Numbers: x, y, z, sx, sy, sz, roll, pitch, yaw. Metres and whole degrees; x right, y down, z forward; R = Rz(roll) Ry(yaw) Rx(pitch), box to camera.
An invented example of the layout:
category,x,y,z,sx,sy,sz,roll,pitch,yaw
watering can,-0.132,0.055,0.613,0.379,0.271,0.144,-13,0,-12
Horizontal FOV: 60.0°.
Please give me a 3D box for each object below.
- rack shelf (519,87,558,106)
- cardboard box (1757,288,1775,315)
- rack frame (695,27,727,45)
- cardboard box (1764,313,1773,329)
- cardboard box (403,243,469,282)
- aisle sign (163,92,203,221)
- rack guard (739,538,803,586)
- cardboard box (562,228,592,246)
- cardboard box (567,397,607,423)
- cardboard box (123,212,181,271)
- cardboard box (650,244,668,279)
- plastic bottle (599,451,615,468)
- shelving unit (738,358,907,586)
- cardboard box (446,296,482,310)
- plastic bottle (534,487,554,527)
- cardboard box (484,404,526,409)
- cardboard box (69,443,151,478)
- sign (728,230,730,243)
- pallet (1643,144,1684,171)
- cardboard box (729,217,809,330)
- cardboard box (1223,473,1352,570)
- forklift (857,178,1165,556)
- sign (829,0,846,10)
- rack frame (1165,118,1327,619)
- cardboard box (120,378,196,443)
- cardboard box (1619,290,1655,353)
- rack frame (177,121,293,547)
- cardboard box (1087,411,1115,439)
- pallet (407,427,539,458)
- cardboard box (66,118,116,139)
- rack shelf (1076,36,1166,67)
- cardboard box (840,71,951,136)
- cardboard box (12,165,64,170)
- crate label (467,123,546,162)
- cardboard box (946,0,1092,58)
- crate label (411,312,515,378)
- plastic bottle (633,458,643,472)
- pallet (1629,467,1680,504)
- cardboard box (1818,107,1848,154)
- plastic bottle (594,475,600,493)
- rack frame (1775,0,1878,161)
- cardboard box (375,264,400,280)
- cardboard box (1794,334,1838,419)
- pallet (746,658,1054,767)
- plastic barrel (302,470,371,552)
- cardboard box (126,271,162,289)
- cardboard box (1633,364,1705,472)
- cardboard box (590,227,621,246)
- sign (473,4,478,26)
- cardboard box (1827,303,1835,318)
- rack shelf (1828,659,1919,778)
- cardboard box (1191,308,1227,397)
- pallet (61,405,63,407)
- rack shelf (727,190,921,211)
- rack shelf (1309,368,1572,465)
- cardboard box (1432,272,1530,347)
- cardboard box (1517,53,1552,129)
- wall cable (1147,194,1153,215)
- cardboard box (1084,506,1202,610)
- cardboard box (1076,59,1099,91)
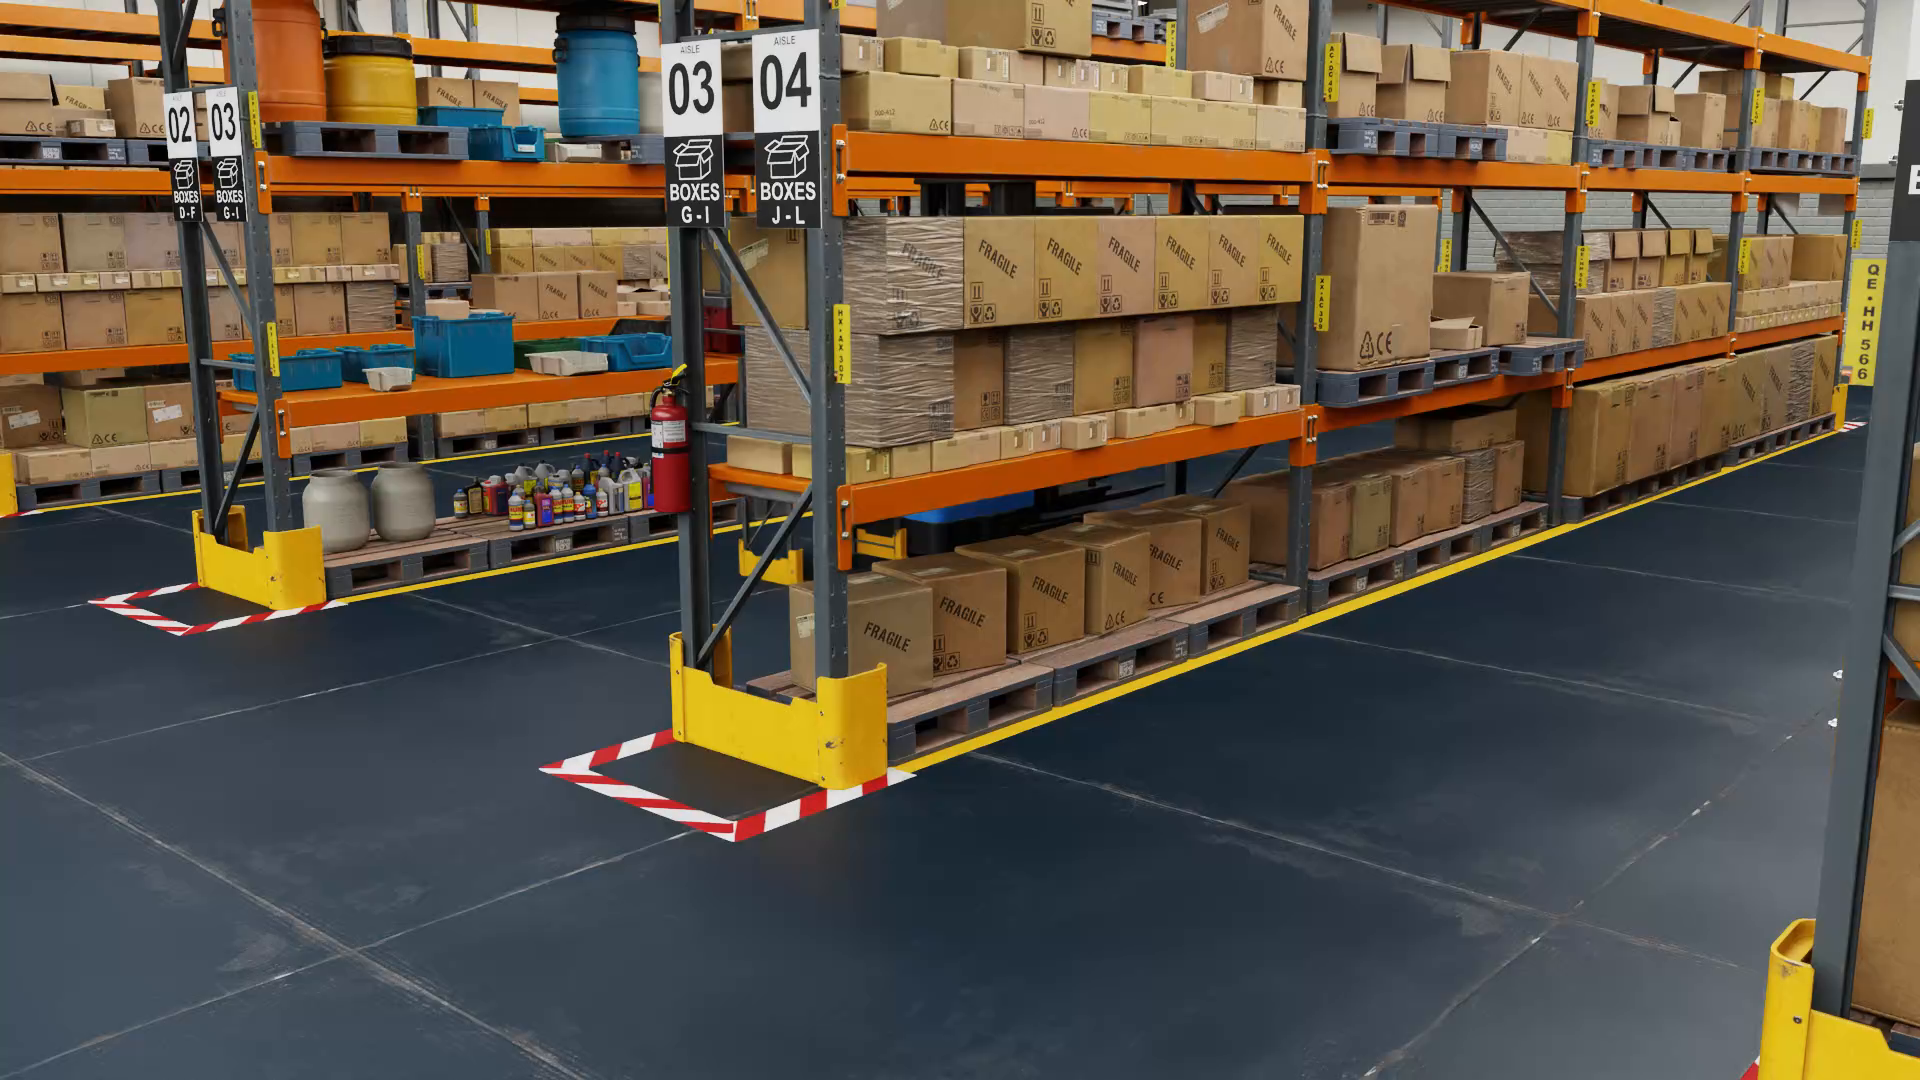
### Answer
category,x,y,z,sx,sy,sz,roll,pitch,yaw
rack shelf,-5.463,-6.250,23.886,1.077,0.370,4.000,10,15,40
cardboard box,7.859,-2.410,16.743,0.500,0.250,0.500,10,15,40
rack frame,-3.060,-5.865,19.099,1.000,3.000,0.127,10,15,40
cardboard box,7.984,-2.224,16.828,0.380,0.149,0.250,9,15,39
cardboard box,-7.086,-3.757,22.485,0.700,0.500,0.500,8,14,34
aisle sign,-4.893,-2.407,10.469,0.394,0.787,0.004,10,15,40
rack guard,-1.287,0.152,11.312,0.587,0.250,0.087,10,15,41
cardboard box,-5.609,-4.322,23.711,0.500,0.250,0.500,10,15,41
cardboard box,-4.233,-1.446,18.238,0.500,0.250,0.500,10,15,41
cardboard box,-7.313,-2.658,14.794,0.700,0.500,0.500,10,15,41
cardboard box,-4.588,-4.179,24.911,0.500,0.500,0.500,10,15,41
plastic bottle,-2.826,-0.545,13.421,0.144,0.351,0.185,10,15,42
shelving unit,-0.951,-0.533,11.550,0.587,1.500,1.083,10,15,41
cardboard box,-5.258,-2.422,17.520,0.396,0.266,0.258,9,15,39
plastic bottle,-3.028,-0.246,12.096,0.061,0.283,0.133,10,15,41
cardboard box,-4.906,-1.568,17.422,0.500,0.311,0.500,10,15,40
cardboard box,-7.492,-0.728,14.644,0.500,0.250,0.500,10,15,40
sign,-2.641,-3.419,19.216,0.100,0.325,0.005,10,15,40
pallet,5.500,-3.286,14.330,1.003,0.211,1.213,11,16,43
cardboard box,-0.724,-1.263,7.807,0.500,0.500,0.500,10,15,40
cardboard box,2.160,-0.130,10.965,0.700,0.500,0.500,8,14,36
forklift,0.484,-1.526,12.867,1.130,2.935,3.031,10,15,41
sign,-0.494,-2.294,6.648,0.100,0.325,0.005,10,15,40
rack frame,1.739,-1.053,10.325,1.000,3.000,0.127,10,15,40
cardboard box,-7.170,-1.170,14.946,0.500,0.500,0.500,10,15,40
cardboard box,5.579,-1.879,14.204,0.500,0.500,0.500,9,15,39
rack frame,-4.622,-1.105,10.584,1.000,3.000,0.127,10,15,40
cardboard box,0.594,-0.614,8.771,0.380,0.149,0.250,10,15,40
pallet,-5.243,-1.080,17.581,1.003,0.211,1.213,10,15,40
cardboard box,-7.432,-3.518,14.222,0.380,0.149,0.250,10,15,40
rack shelf,1.979,-4.969,17.473,1.077,0.370,4.000,10,15,40
cardboard box,-0.390,-1.899,7.287,0.500,0.250,0.500,10,15,42
cardboard box,-10.252,-4.239,18.309,0.500,0.500,0.500,9,14,38
crate label,-3.139,-2.736,11.470,0.502,0.251,0.408,10,15,40
cardboard box,0.281,-2.559,7.915,0.500,0.500,0.500,10,15,40
crate label,-3.610,-1.428,12.112,0.502,0.435,0.616,10,15,40
plastic bottle,-2.634,-0.522,13.479,0.061,0.283,0.133,10,15,40
pallet,5.762,-0.559,14.971,1.003,0.211,1.213,10,15,40
cardboard box,9.357,-4.510,18.392,0.700,0.500,0.500,9,14,37
plastic bottle,-2.721,-0.360,12.665,0.061,0.283,0.133,10,15,40
rack frame,9.660,-5.760,18.577,1.000,3.000,0.127,10,15,40
cardboard box,-5.719,-2.634,16.328,0.380,0.149,0.250,10,15,40
cardboard box,9.298,-1.878,18.808,0.875,0.875,0.875,10,15,40
pallet,-0.289,0.777,8.283,1.003,0.211,1.213,10,15,40
plastic barrel,-4.245,-0.197,11.321,0.421,0.512,0.421,0,11,0
cardboard box,-7.240,-2.295,14.631,0.380,0.149,0.250,9,14,38
cardboard box,6.023,-1.166,15.242,1.225,0.875,0.875,9,14,38
cardboard box,-5.276,-4.398,24.091,0.500,0.250,0.500,9,15,39
sign,-6.369,-6.933,21.860,0.100,0.325,0.005,10,15,40
cardboard box,9.502,-2.562,18.521,0.380,0.149,0.250,10,15,41
rack shelf,4.078,0.250,5.637,1.077,0.370,4.000,10,15,40
cardboard box,1.039,-1.121,9.649,0.875,0.500,0.500,10,15,40
pallet,-9.840,-1.503,19.699,1.003,0.211,1.213,10,15,40
rack shelf,-1.740,-4.335,20.936,1.077,0.370,4.000,10,15,40
rack shelf,3.059,-0.994,11.868,1.077,0.370,4.000,10,15,40
cardboard box,3.759,-1.717,12.321,0.500,0.500,0.700,-9,15,-39
cardboard box,3.922,-3.227,12.021,0.500,0.500,0.500,10,15,40
wall cable,2.500,-6.945,32.435,3.097,2.526,0.112,10,15,40
cardboard box,1.072,0.106,9.833,0.500,0.500,0.500,-7,13,-30
cardboard box,0.468,-2.298,8.263,0.380,0.149,0.250,10,15,40
